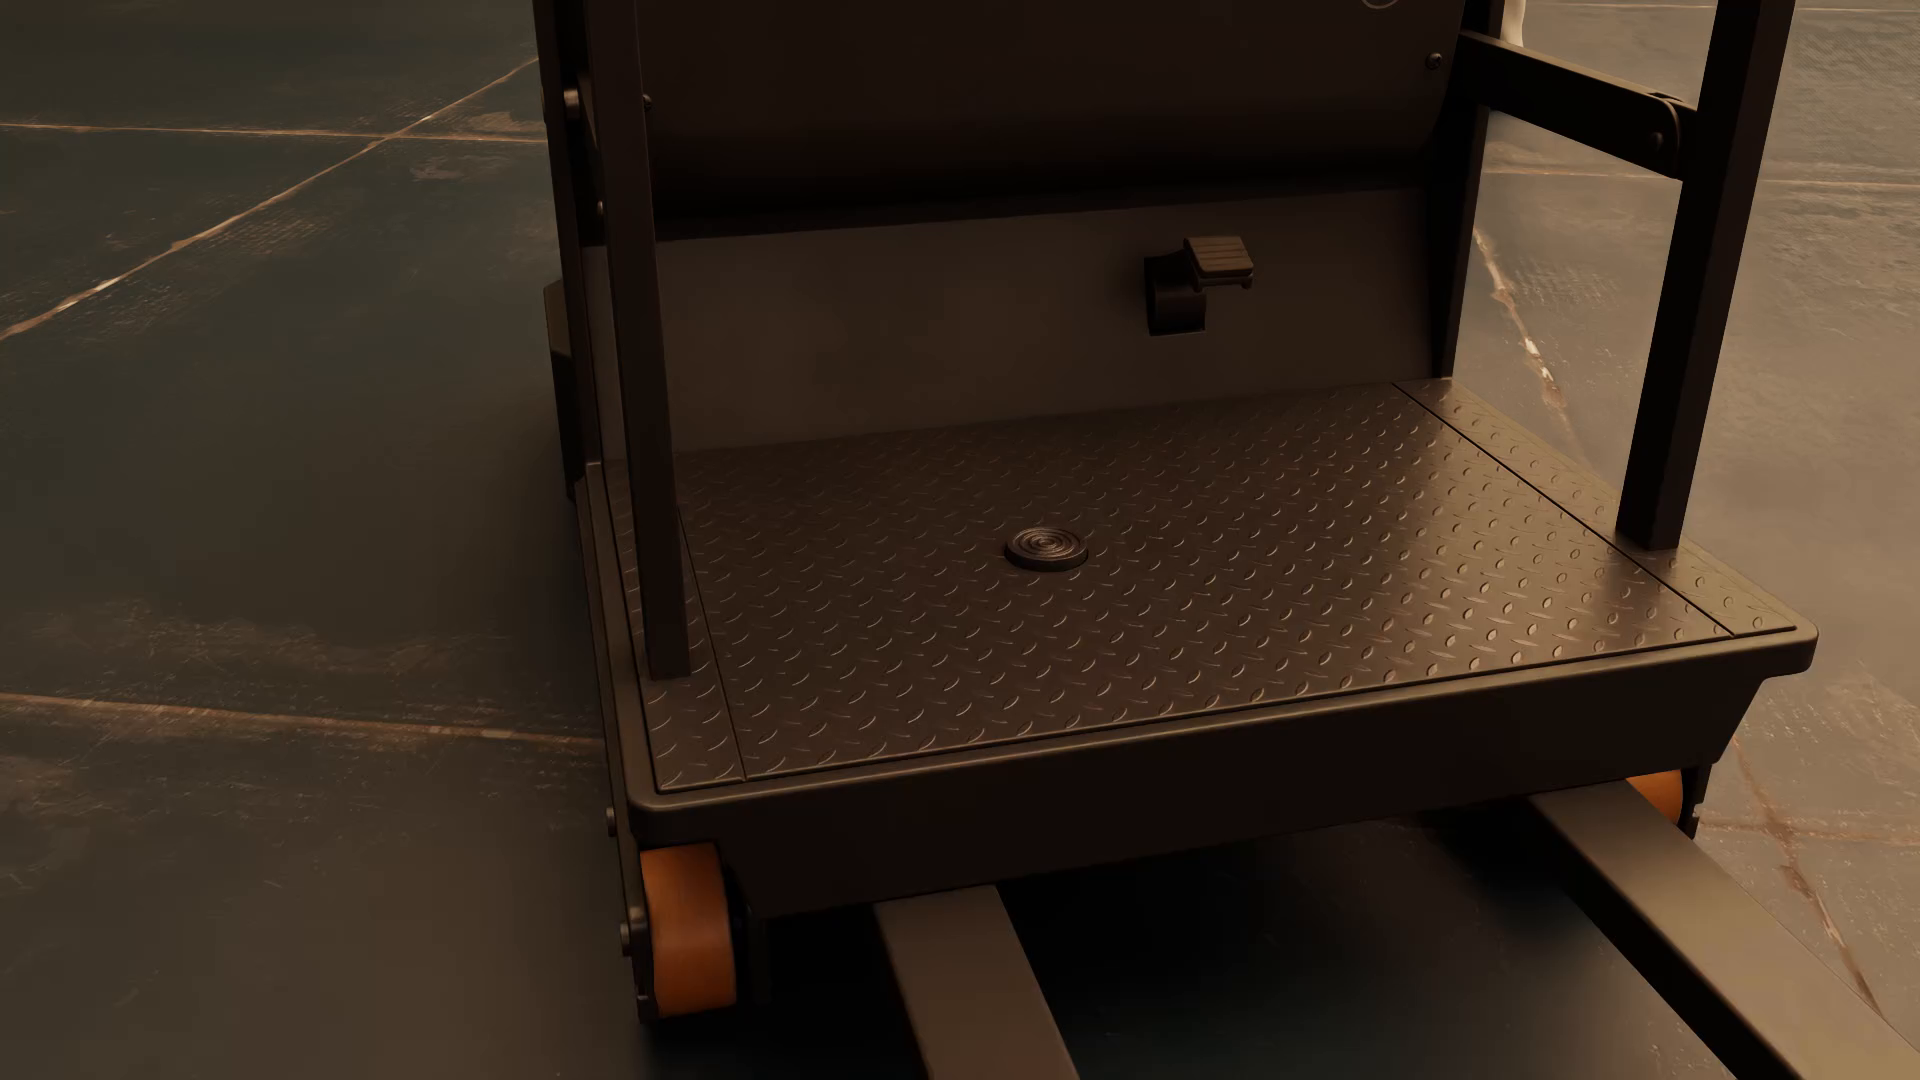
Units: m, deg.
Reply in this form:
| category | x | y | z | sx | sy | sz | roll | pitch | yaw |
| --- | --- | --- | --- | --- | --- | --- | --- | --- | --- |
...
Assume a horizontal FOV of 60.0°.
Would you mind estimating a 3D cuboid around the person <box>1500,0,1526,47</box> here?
| category | x | y | z | sx | sy | sz | roll | pitch | yaw |
| --- | --- | --- | --- | --- | --- | --- | --- | --- | --- |
| person | 1.494 | -2.108 | 4.833 | 0.550 | 1.673 | 0.548 | 1 | 27 | 1 |

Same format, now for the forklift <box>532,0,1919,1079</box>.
| category | x | y | z | sx | sy | sz | roll | pitch | yaw |
| --- | --- | --- | --- | --- | --- | --- | --- | --- | --- |
| forklift | 0.153 | -1.049 | 1.319 | 1.130 | 2.935 | 3.031 | -7 | 27 | -13 |
